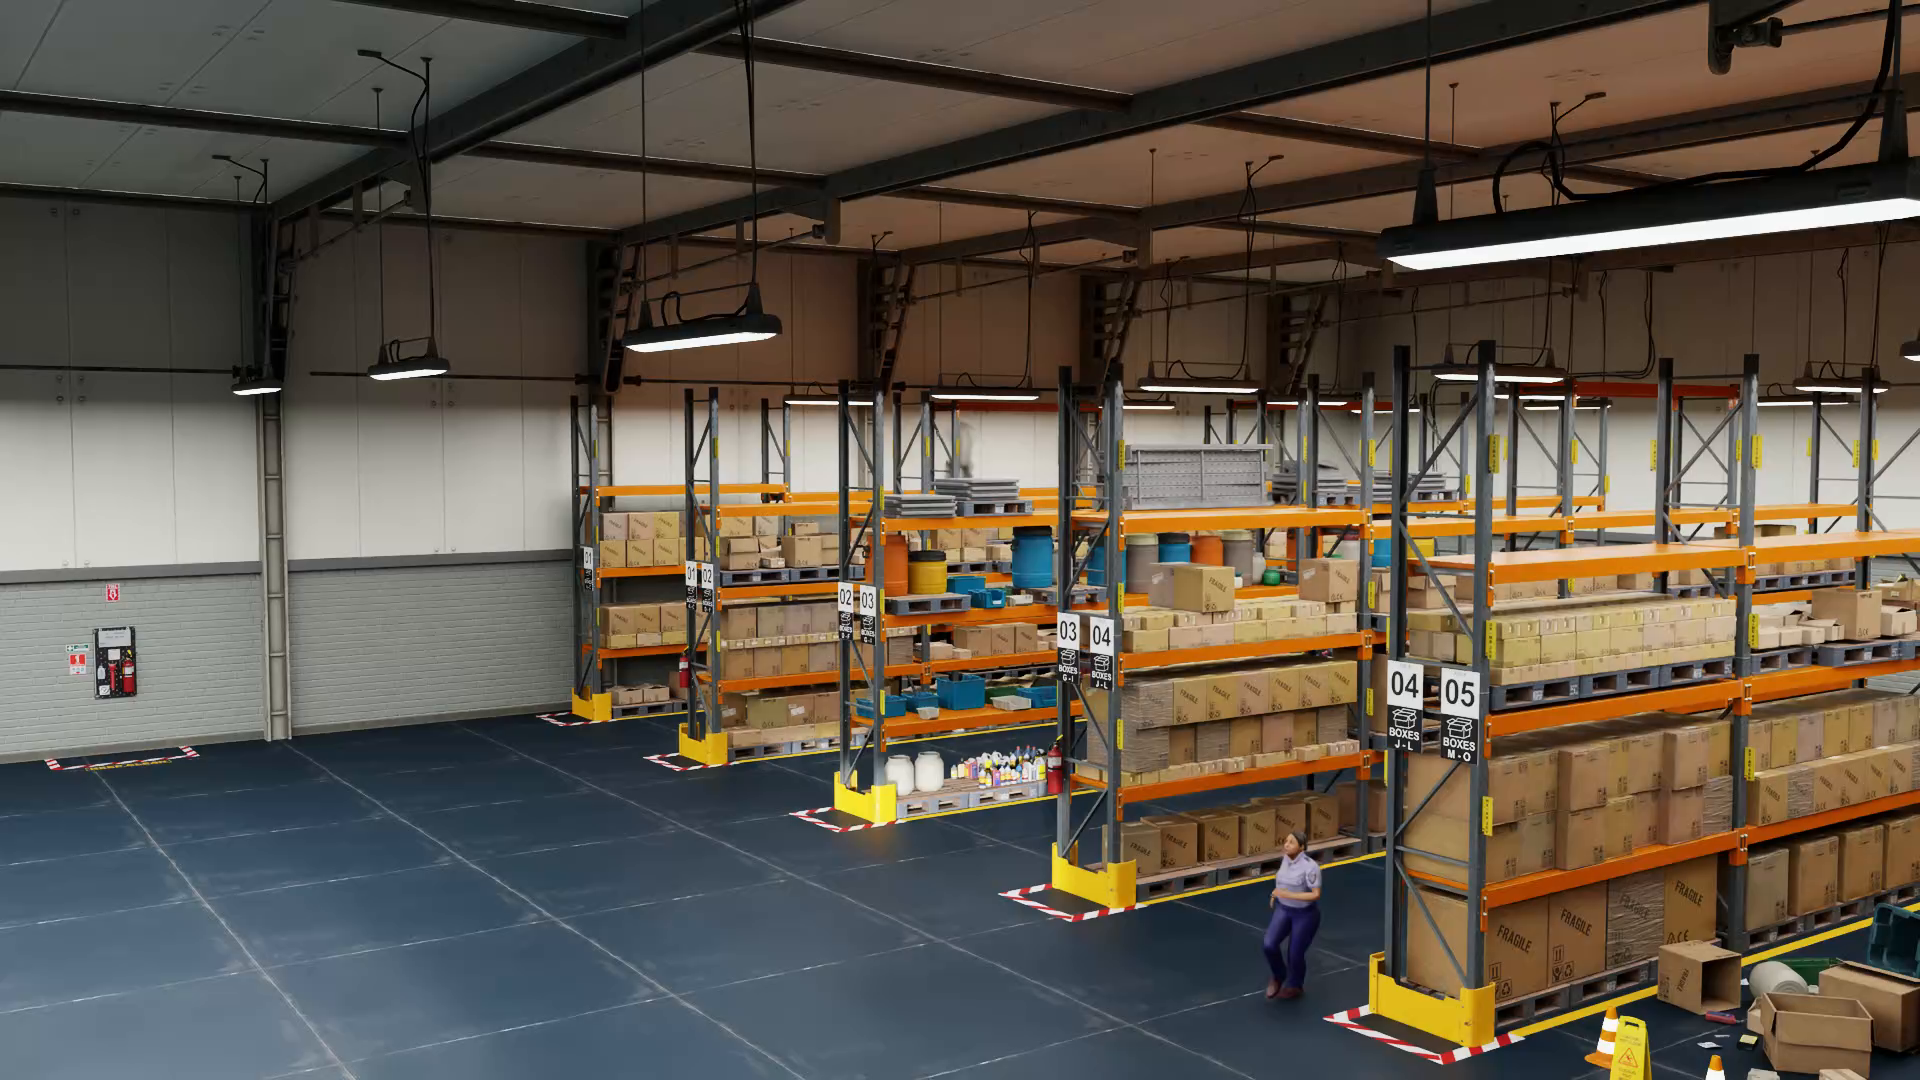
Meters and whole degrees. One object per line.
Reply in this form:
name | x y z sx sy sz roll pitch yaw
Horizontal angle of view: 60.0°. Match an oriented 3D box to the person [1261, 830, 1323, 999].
person | 3.041 3.450 15.216 0.662 1.596 0.627 3 5 41
